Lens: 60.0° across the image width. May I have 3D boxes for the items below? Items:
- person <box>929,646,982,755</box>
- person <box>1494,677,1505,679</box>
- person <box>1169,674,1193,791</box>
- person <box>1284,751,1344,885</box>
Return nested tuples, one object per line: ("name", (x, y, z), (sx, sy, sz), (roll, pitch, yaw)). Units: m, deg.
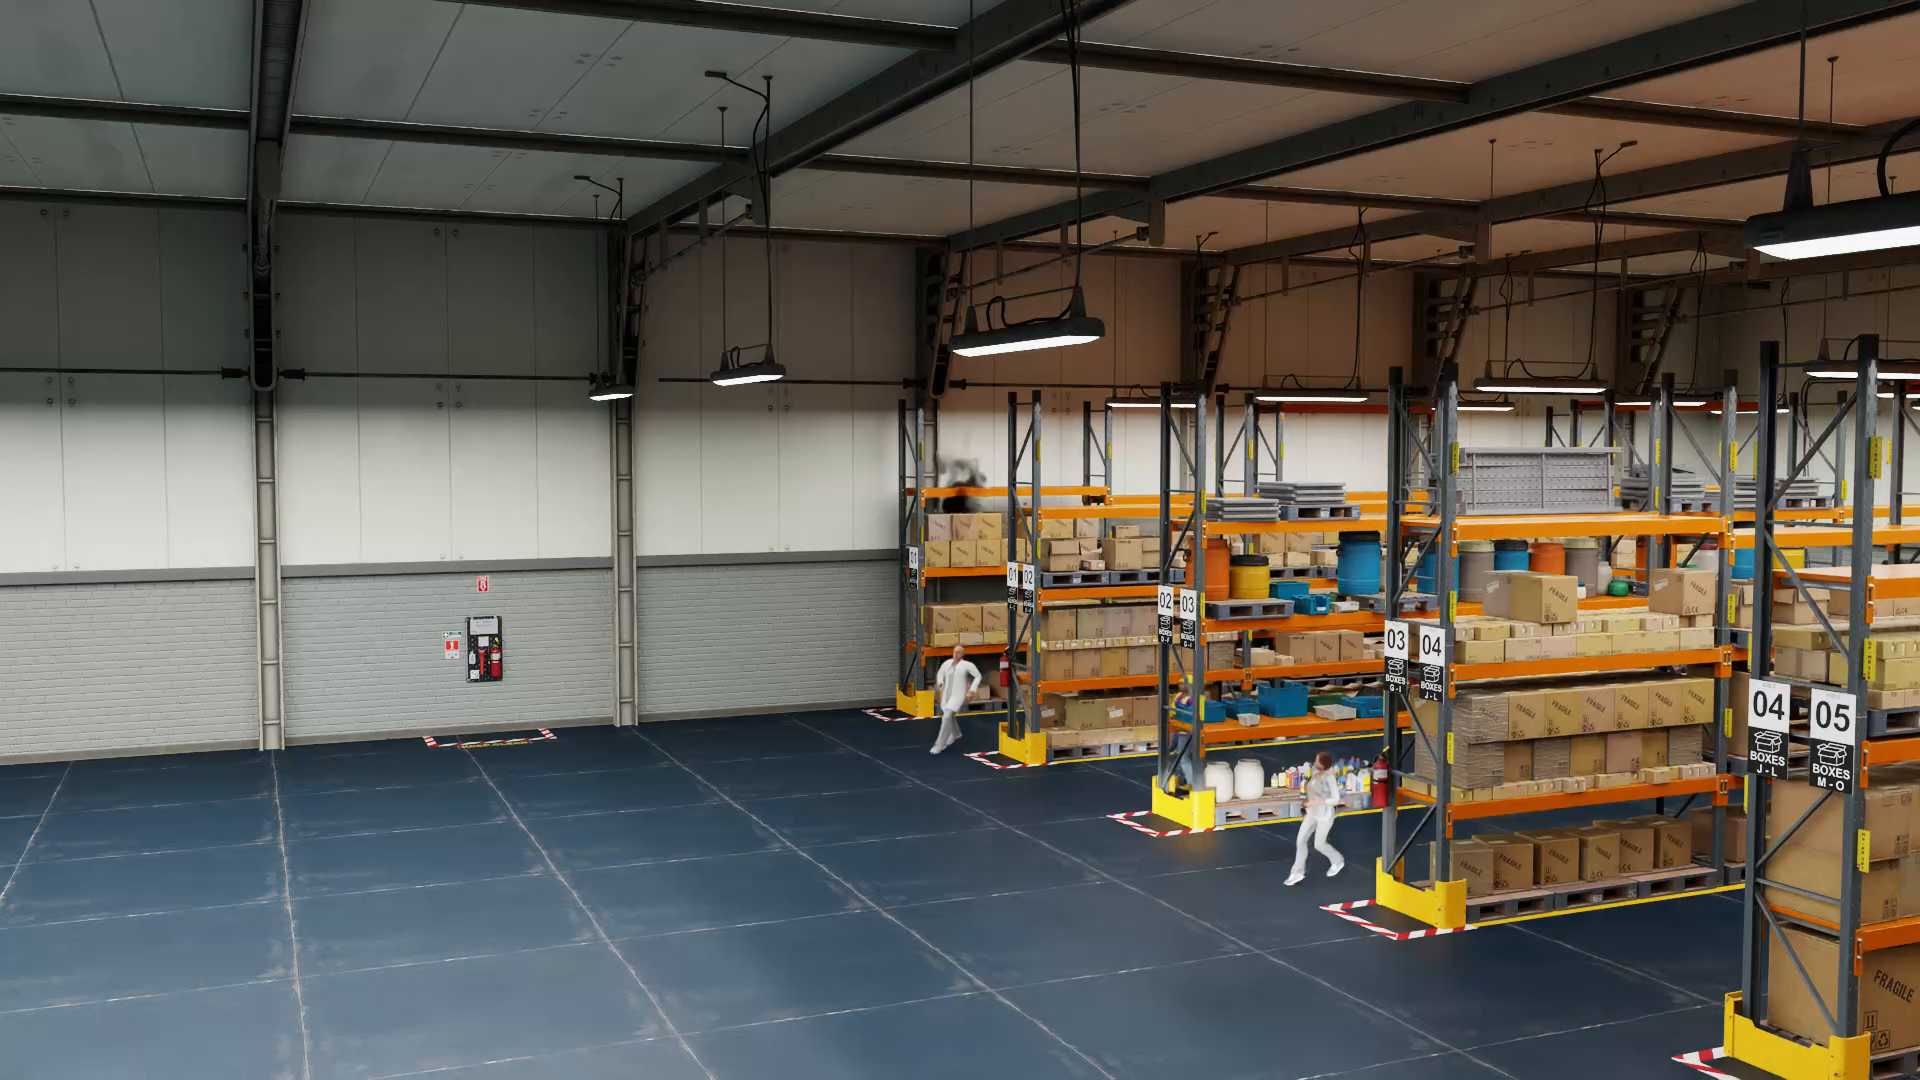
("person", (-0.093, 2.756, 27.807), (0.762, 1.588, 0.968), (3, 4, 38))
("person", (9.021, 2.715, 27.706), (0.539, 1.646, 0.592), (-2, 4, -30))
("person", (3.260, 2.855, 24.498), (0.651, 1.767, 0.666), (-2, 4, -28))
("person", (4.208, 3.239, 19.402), (0.812, 1.583, 0.570), (-2, 4, -25))
